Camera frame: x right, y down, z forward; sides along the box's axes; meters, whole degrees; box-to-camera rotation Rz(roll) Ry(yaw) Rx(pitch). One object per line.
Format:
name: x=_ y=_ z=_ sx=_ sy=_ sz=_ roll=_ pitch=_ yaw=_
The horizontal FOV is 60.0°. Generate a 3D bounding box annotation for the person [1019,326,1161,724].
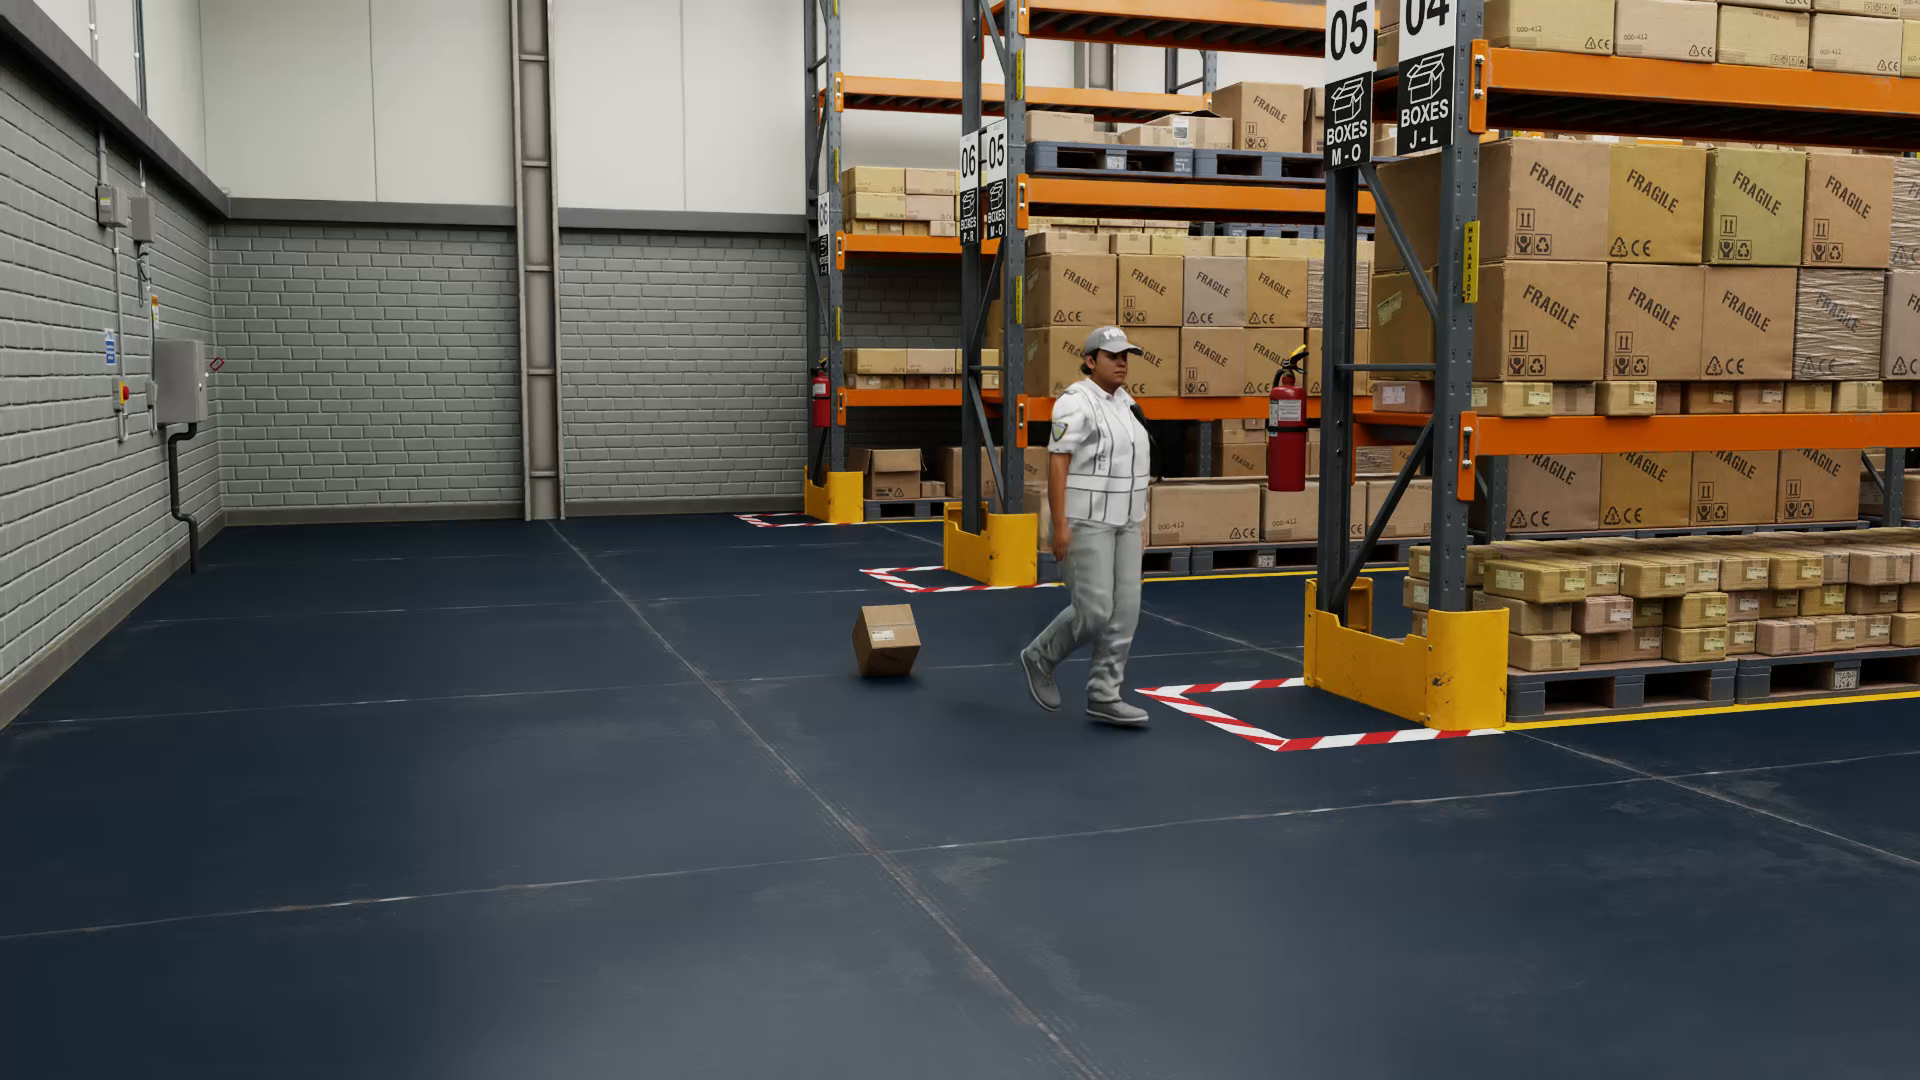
person: x=0.539 y=-0.066 z=6.990 sx=0.538 sy=1.650 sz=0.488 roll=6 pitch=8 yaw=44
